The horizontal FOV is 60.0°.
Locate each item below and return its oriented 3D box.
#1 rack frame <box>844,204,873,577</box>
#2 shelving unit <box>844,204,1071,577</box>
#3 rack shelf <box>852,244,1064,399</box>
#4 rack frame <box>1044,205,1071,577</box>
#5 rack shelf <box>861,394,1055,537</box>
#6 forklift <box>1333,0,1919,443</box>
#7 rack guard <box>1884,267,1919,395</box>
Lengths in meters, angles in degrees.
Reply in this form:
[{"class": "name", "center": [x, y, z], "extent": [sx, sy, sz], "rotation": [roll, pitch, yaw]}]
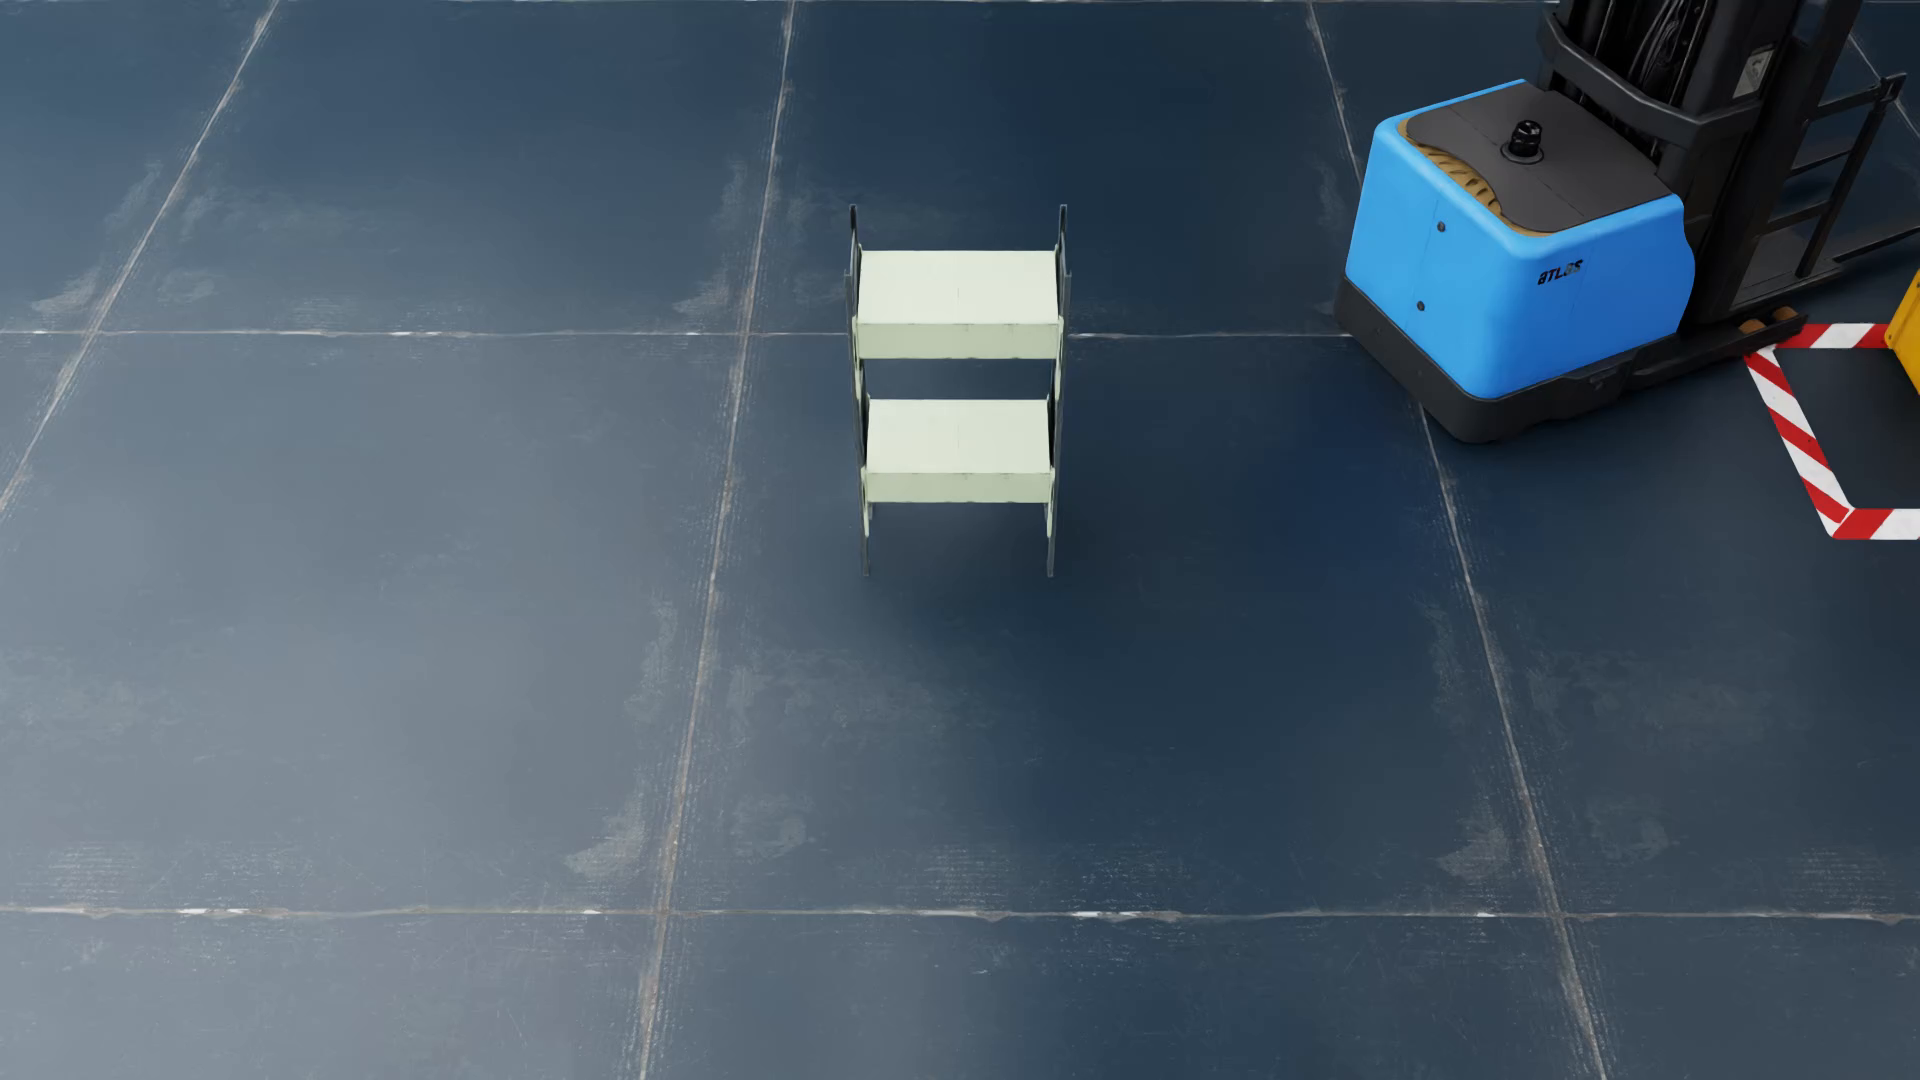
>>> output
[{"class": "rack frame", "center": [-0.373, -0.512, 6.202], "extent": [0.023, 1.500, 0.400], "rotation": [0, 47, 0]}, {"class": "shelving unit", "center": [-0.007, -0.511, 6.201], "extent": [0.755, 1.500, 0.431], "rotation": [0, 47, 0]}, {"class": "rack shelf", "center": [-0.007, -0.777, 5.915], "extent": [0.720, 0.370, 0.431], "rotation": [0, 47, 0]}, {"class": "rack frame", "center": [0.359, -0.510, 6.200], "extent": [0.023, 1.500, 0.400], "rotation": [0, 47, 0]}, {"class": "rack shelf", "center": [-0.007, -0.289, 6.440], "extent": [0.720, 0.370, 0.431], "rotation": [0, 47, 0]}, {"class": "forklift", "center": [3.265, -2.161, 6.759], "extent": [3.031, 2.935, 1.130], "rotation": [-20, 50, -17]}, {"class": "rack guard", "center": [4.397, -0.706, 7.066], "extent": [0.348, 0.500, 1.175], "rotation": [0, 47, 0]}]
